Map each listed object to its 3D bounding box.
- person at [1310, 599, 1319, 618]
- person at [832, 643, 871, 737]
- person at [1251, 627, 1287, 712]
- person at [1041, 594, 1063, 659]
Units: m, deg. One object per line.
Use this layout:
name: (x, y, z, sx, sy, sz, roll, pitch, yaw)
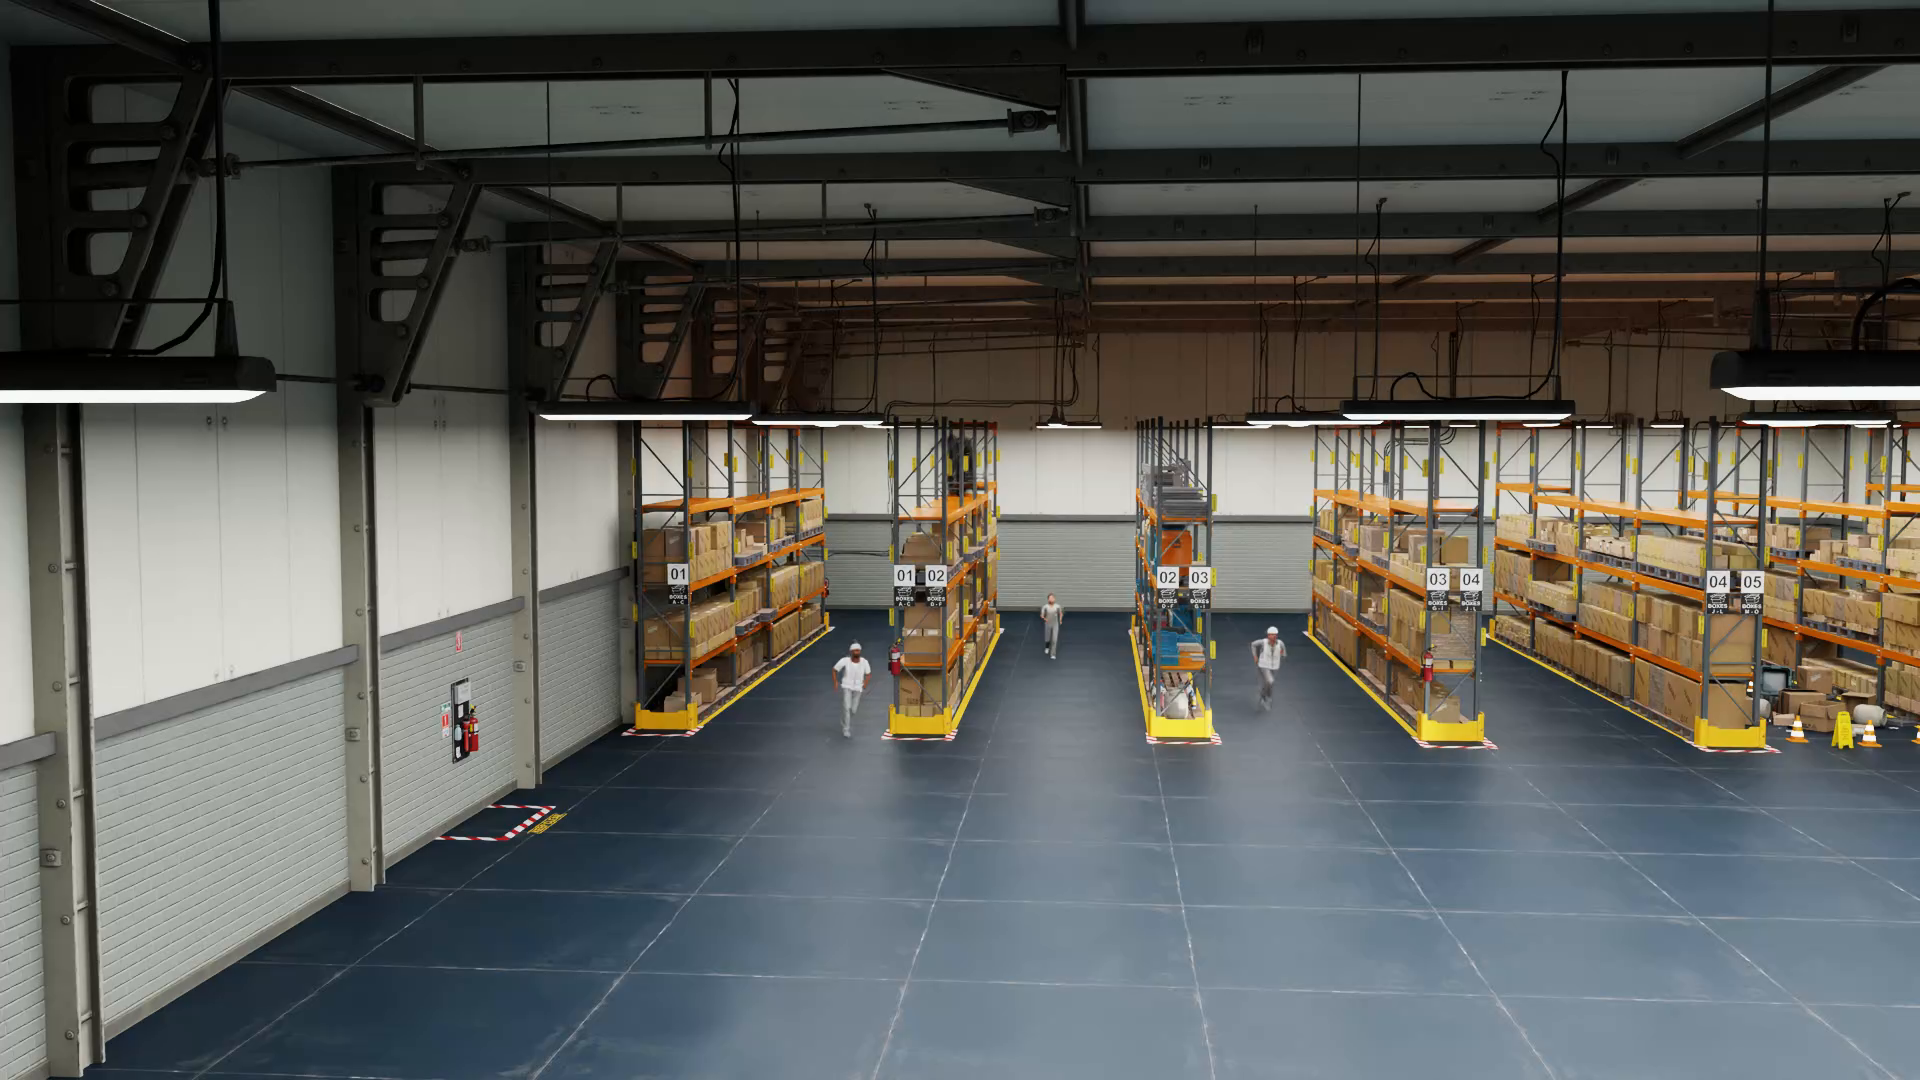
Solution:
person: (10.494, 1.767, 48.265, 0.591, 1.632, 0.647, -4, 5, -44)
person: (-2.049, 2.820, 31.520, 0.748, 1.741, 0.780, -1, 4, -17)
person: (6.333, 2.624, 34.119, 0.646, 1.739, 0.921, -1, 4, -15)
person: (2.320, 2.170, 41.921, 0.574, 1.628, 0.758, 0, 4, -3)
